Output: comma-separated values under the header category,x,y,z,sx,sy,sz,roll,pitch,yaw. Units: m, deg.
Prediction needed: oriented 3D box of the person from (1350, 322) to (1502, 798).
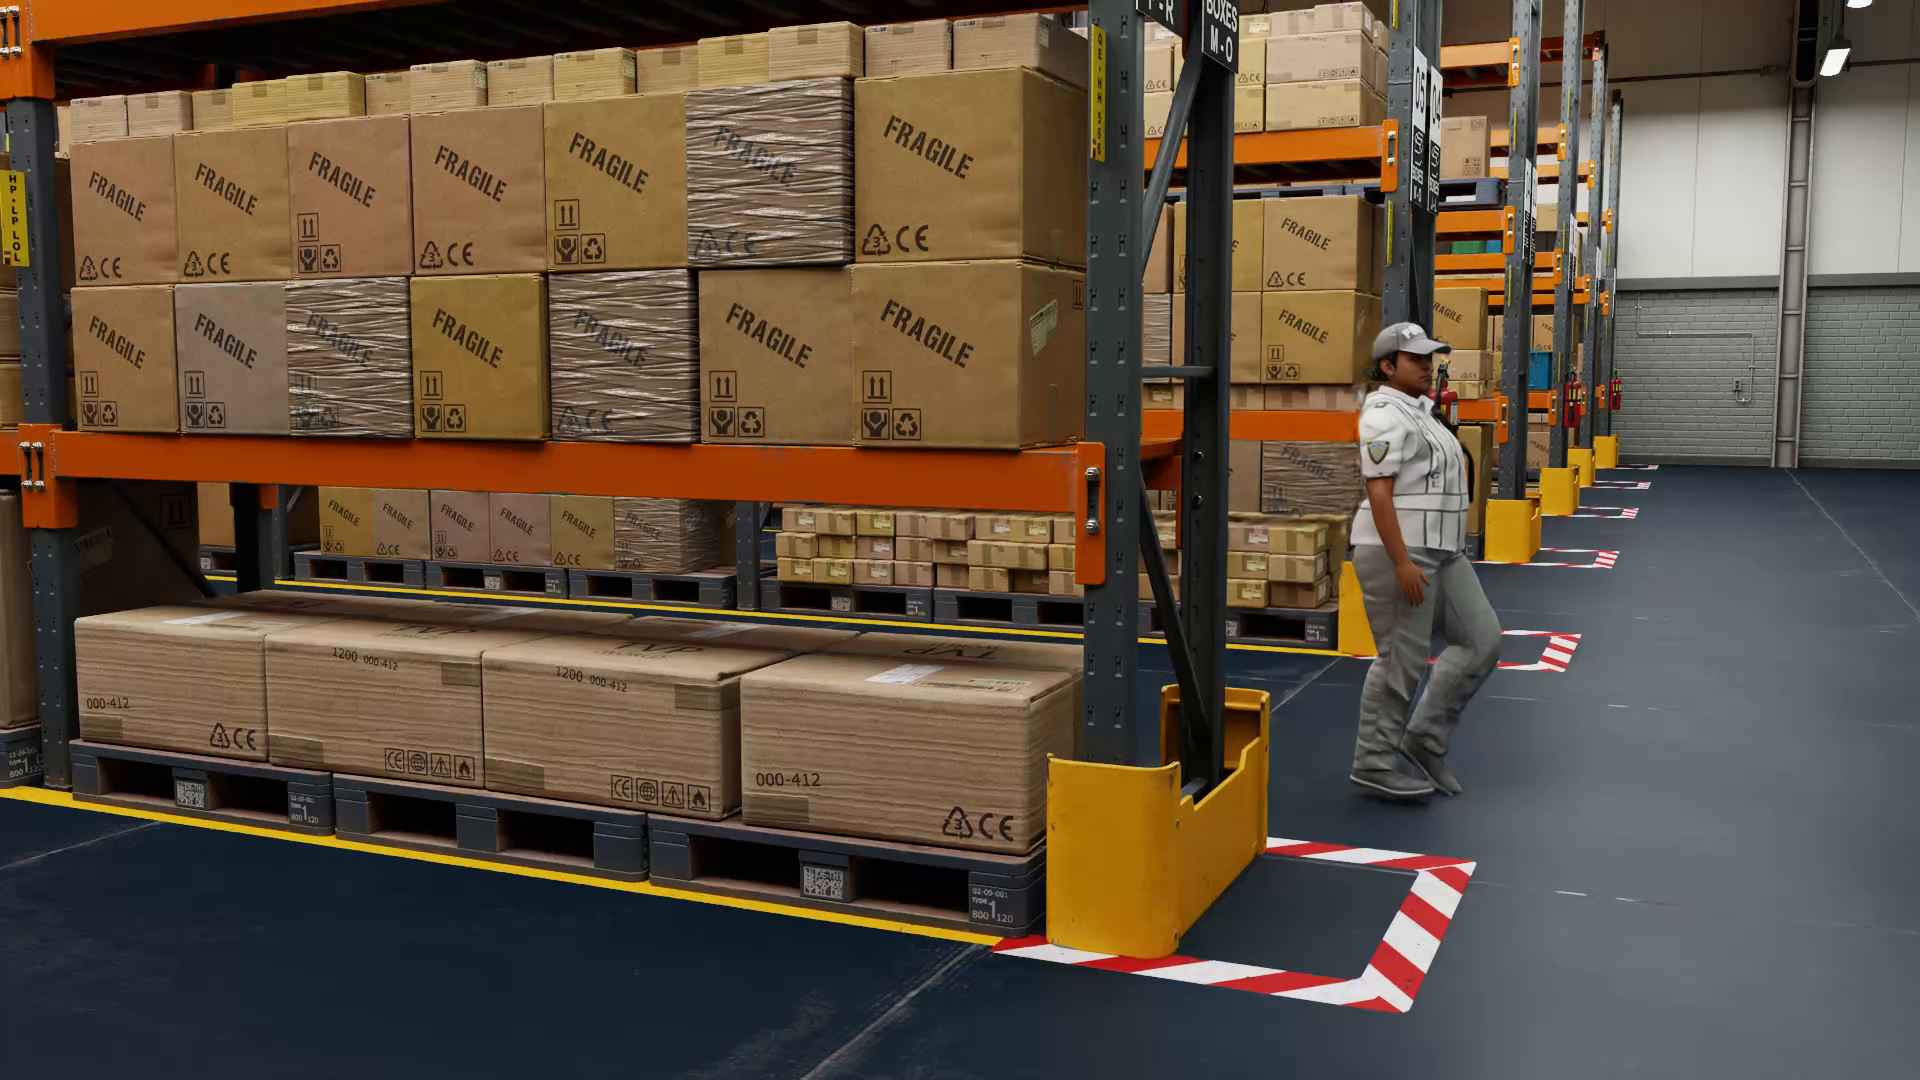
category,x,y,z,sx,sy,sz,roll,pitch,yaw
person,1.631,0.094,5.843,0.470,1.709,0.530,4,7,33
